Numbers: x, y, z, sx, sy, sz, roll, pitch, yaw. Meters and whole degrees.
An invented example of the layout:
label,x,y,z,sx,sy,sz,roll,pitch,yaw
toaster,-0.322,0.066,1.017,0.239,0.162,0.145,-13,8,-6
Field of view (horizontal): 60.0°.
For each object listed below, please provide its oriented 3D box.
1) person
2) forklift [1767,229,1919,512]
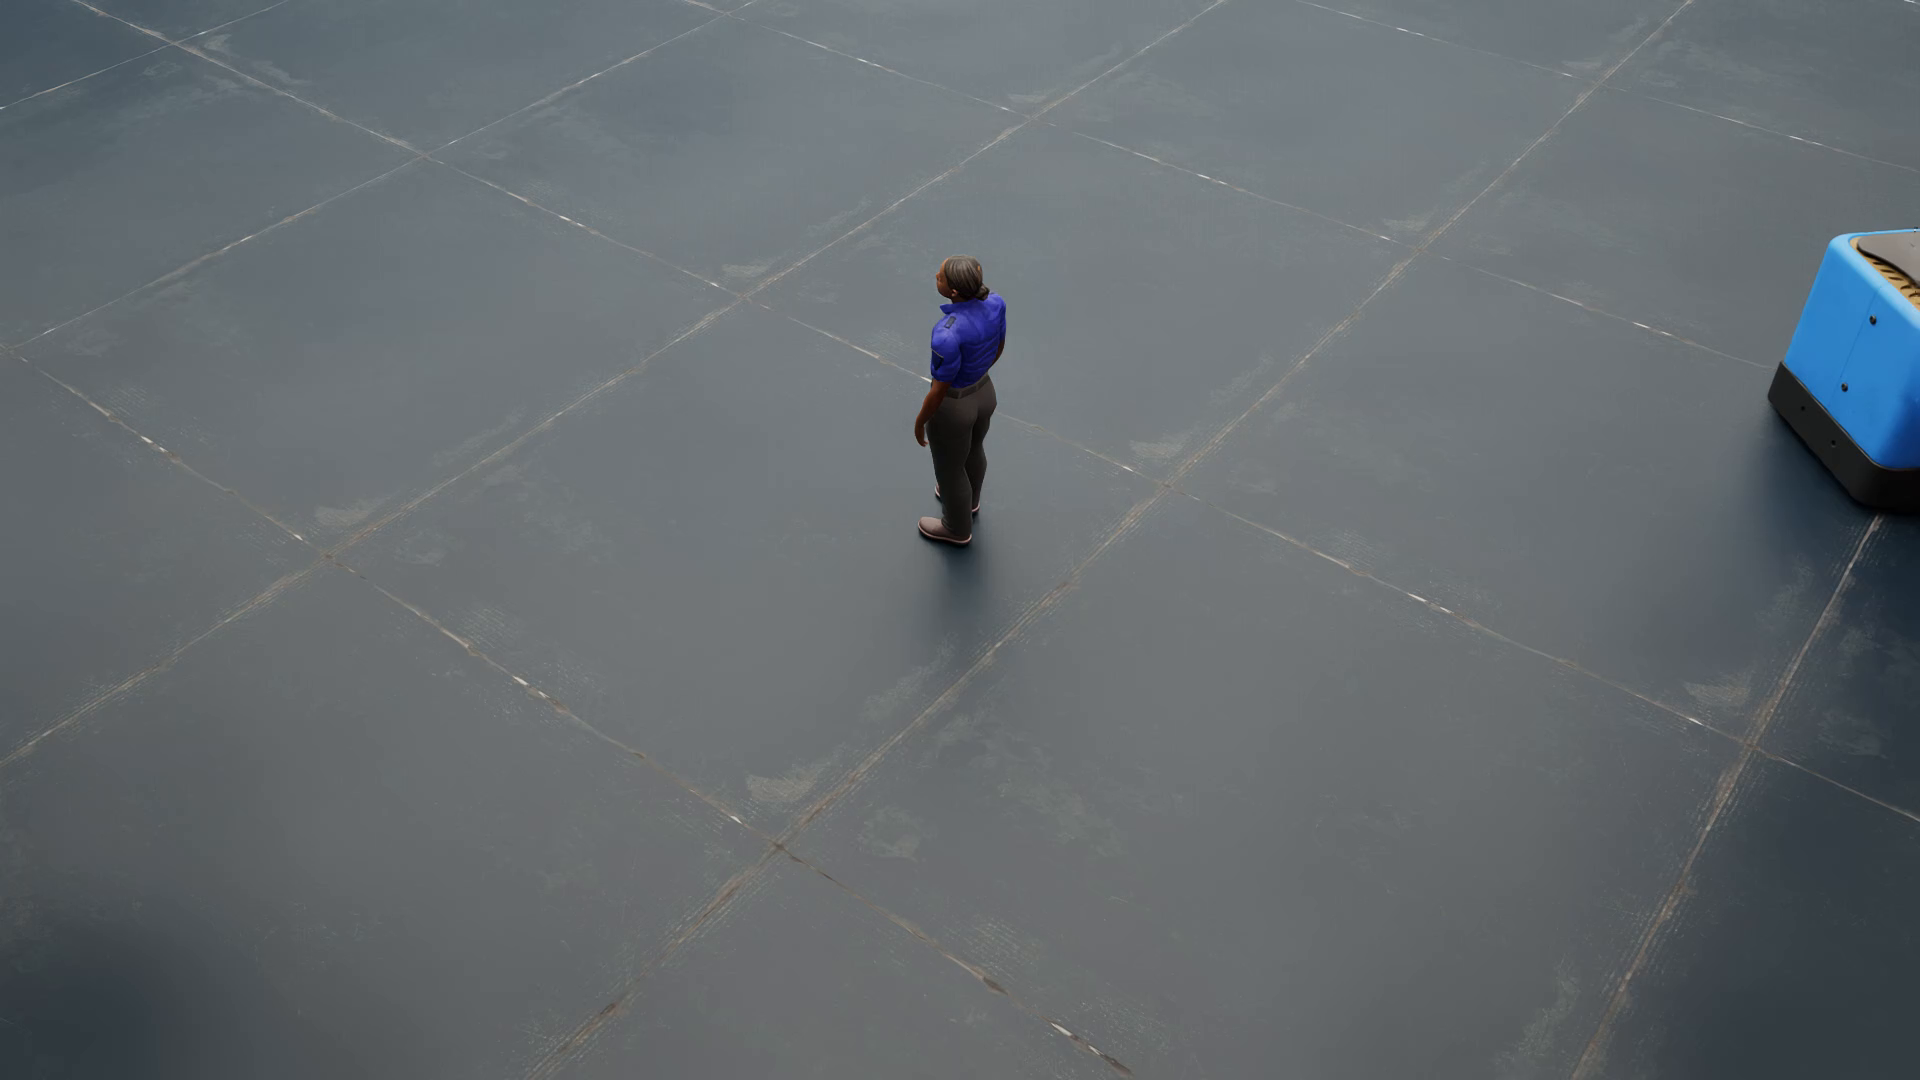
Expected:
label,x,y,z,sx,sy,sz,roll,pitch,yaw
person,-0.057,-0.680,7.844,0.504,1.654,0.569,26,47,28
forklift,5.995,-1.686,8.051,3.031,2.935,1.130,-5,41,-6
